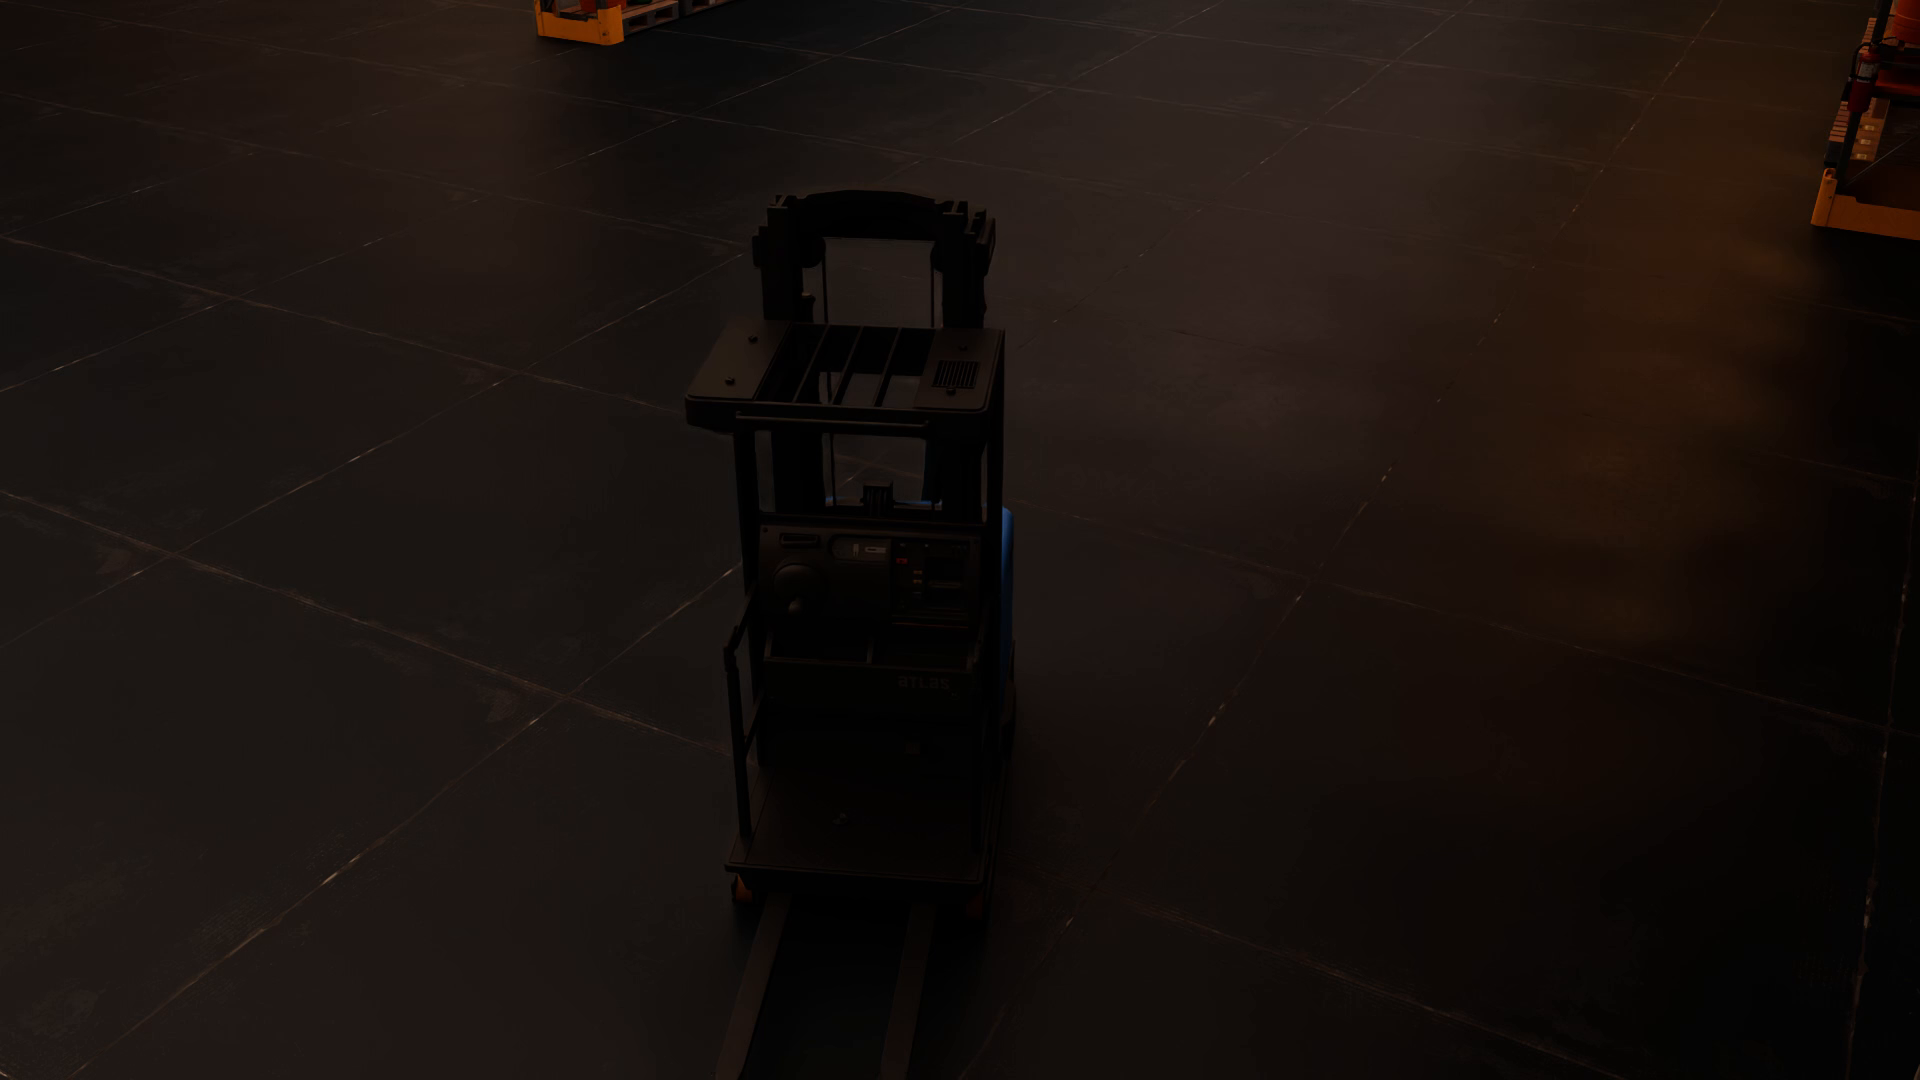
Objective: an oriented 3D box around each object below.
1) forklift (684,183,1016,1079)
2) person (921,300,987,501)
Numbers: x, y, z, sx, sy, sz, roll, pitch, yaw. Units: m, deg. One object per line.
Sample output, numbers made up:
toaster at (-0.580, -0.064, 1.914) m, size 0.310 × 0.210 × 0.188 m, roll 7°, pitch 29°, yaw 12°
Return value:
forklift at (-0.397, 0.190, 6.741) m, size 1.130 × 2.935 × 3.031 m, roll 3°, pitch 30°, yaw 5°
person at (-0.048, -0.669, 9.550) m, size 0.520 × 1.596 × 0.476 m, roll 15°, pitch 33°, yaw 25°
